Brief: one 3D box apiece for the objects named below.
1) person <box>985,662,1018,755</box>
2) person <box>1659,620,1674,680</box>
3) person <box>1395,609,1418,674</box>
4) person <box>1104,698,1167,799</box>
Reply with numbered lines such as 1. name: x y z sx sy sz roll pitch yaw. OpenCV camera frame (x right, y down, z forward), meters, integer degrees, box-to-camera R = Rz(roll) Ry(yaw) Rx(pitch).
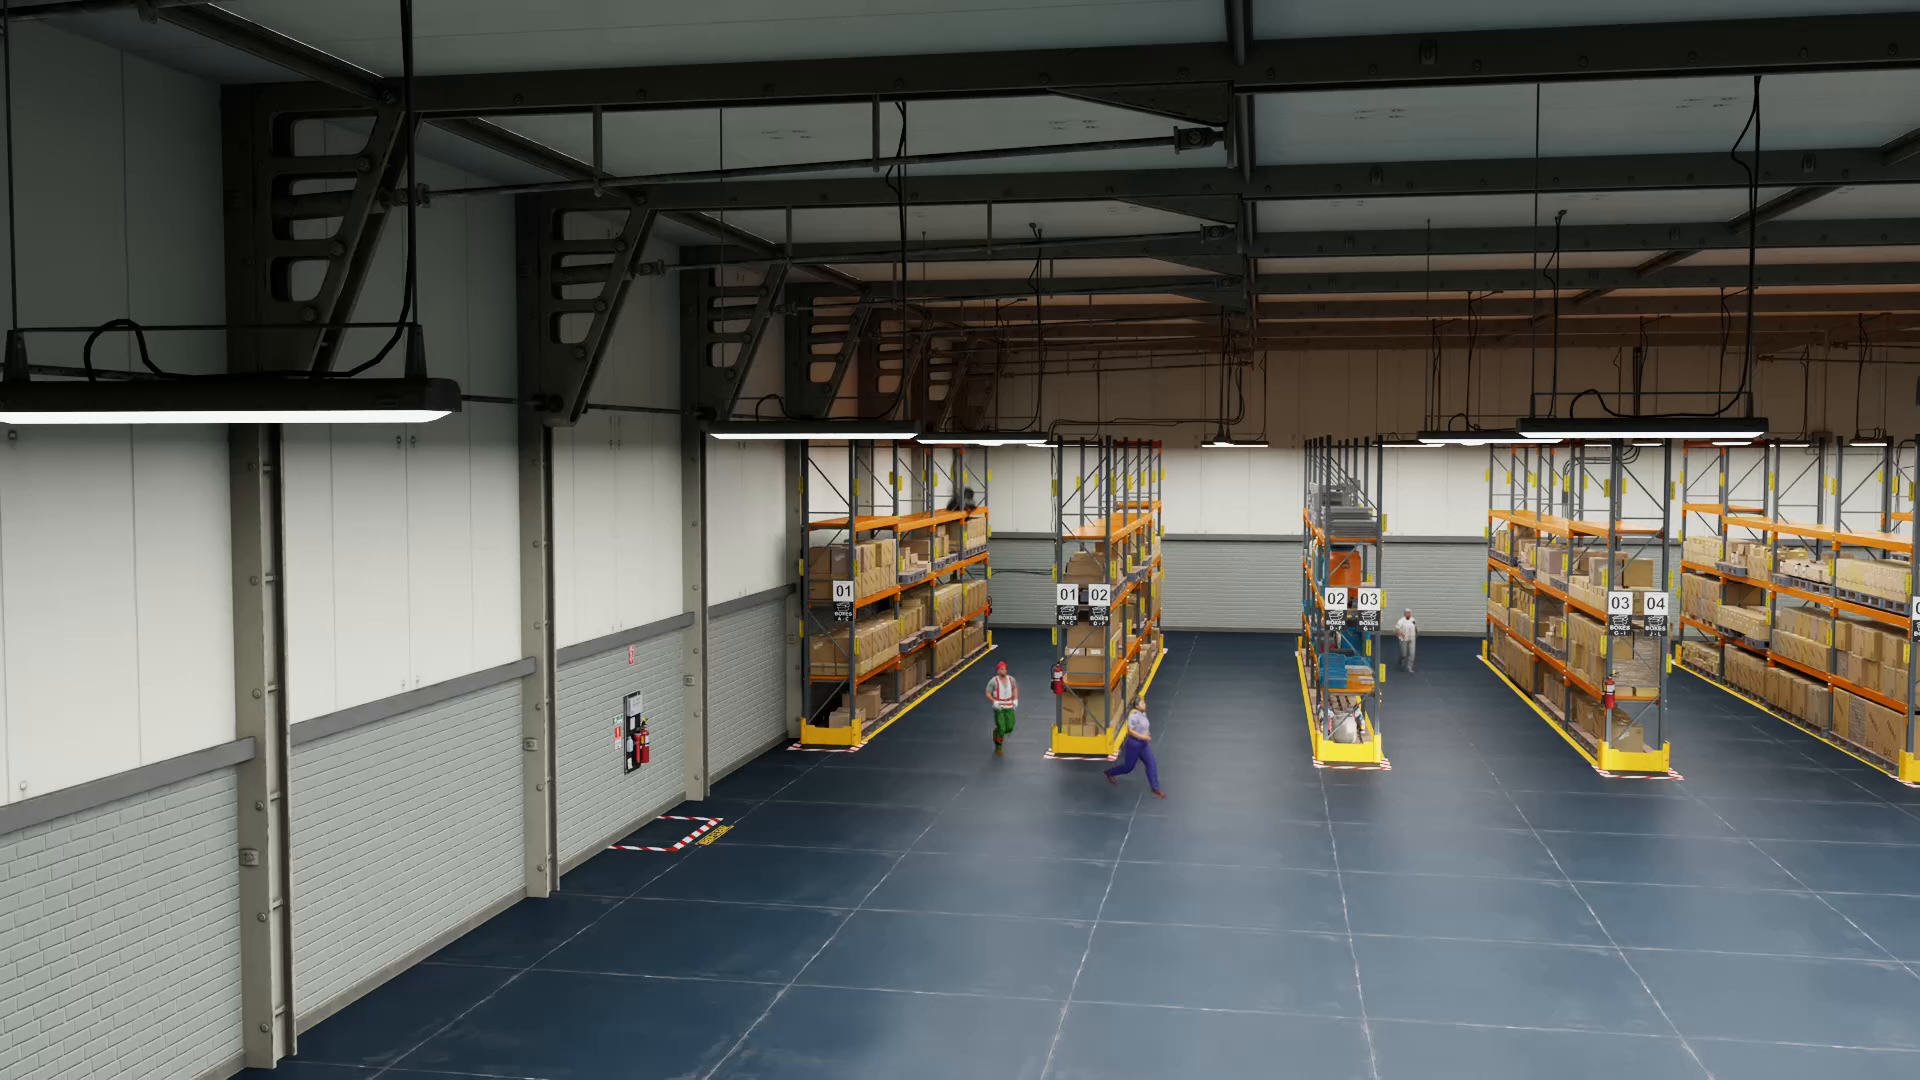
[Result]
1. person: 0.795 3.161 31.379 0.683 1.752 0.671 -1 3 -23
2. person: 17.670 2.641 41.832 0.563 1.738 0.838 1 3 12
3. person: 11.561 2.596 42.999 0.607 1.655 0.769 0 3 -4
4. person: 2.903 3.432 27.542 1.090 1.655 0.576 2 4 35
